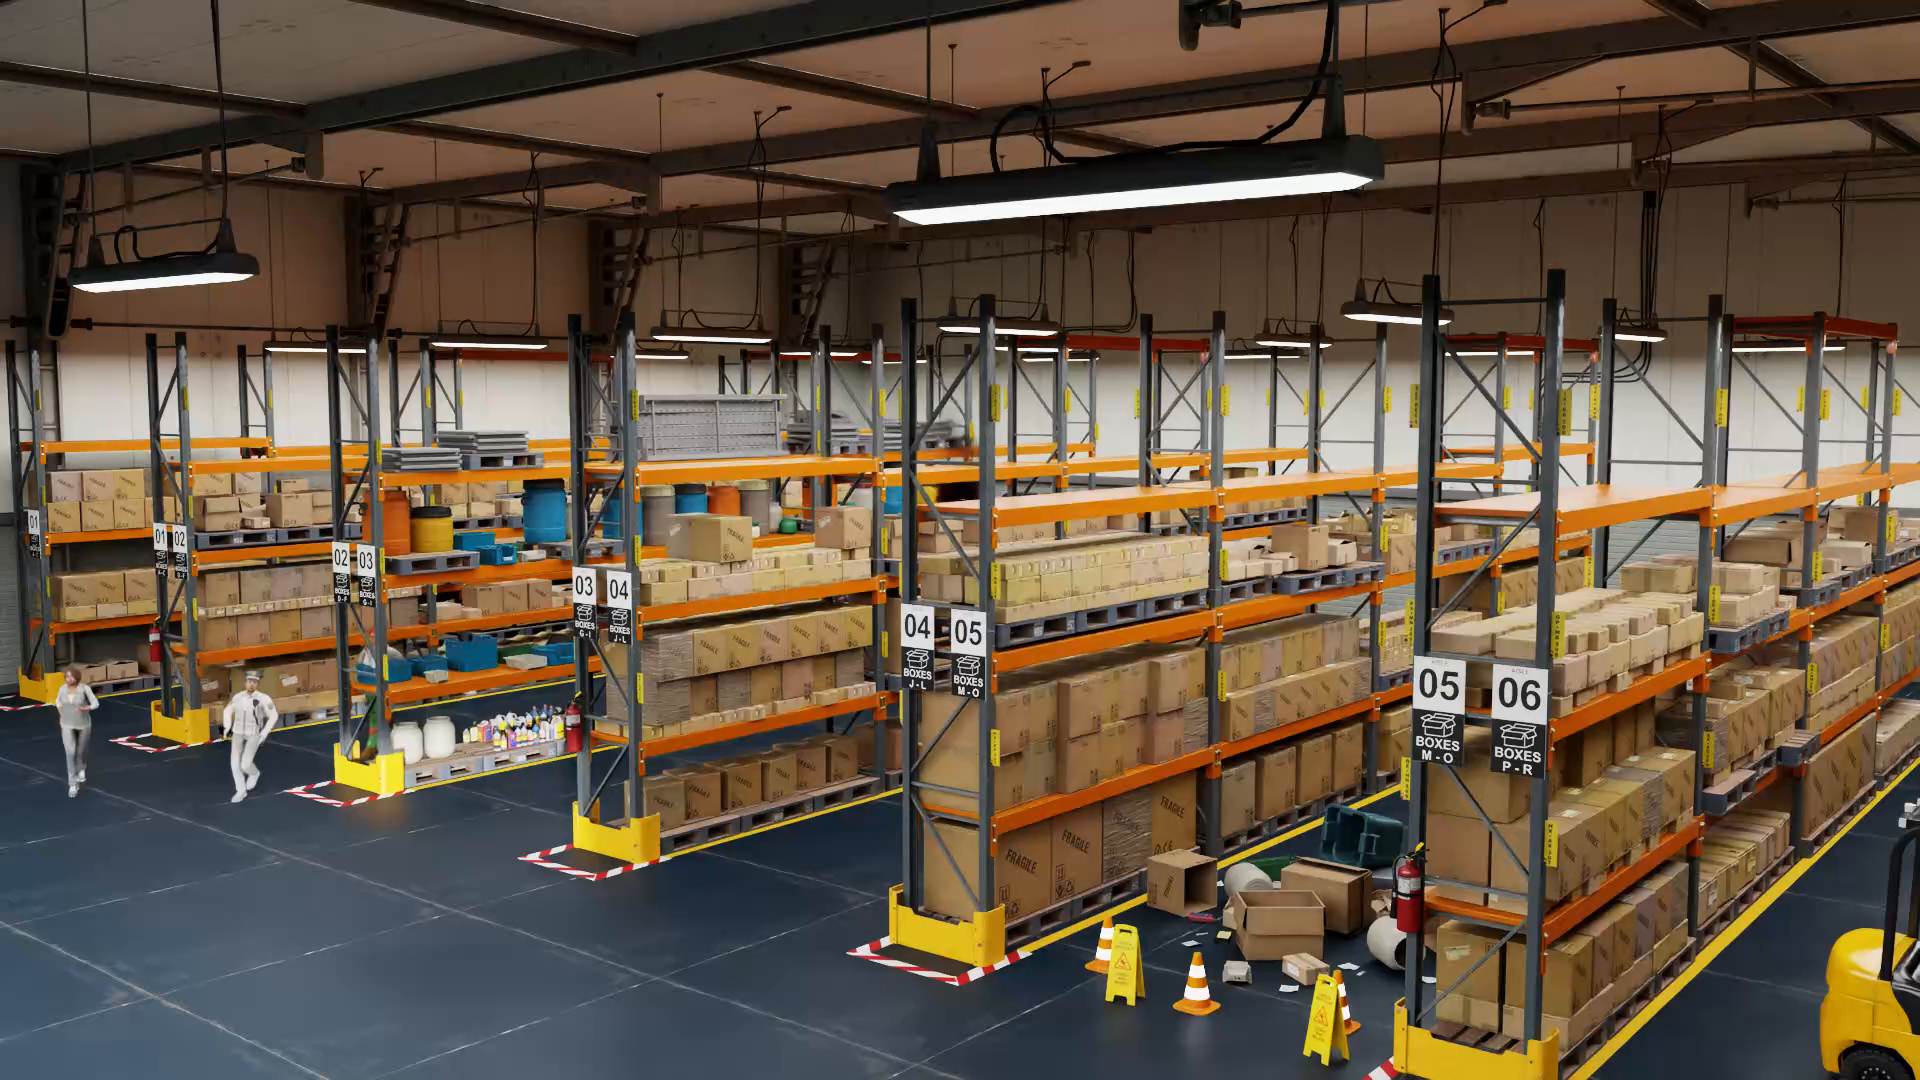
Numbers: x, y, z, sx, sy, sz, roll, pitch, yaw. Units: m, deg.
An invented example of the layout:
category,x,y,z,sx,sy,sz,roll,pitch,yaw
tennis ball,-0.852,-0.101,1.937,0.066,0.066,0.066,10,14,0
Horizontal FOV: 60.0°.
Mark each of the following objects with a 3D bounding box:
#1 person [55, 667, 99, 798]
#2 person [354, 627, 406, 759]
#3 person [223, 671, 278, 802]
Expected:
category,x,y,z,sx,sy,sz,roll,pitch,yaw
person,-11.382,2.437,21.460,0.520,1.624,0.810,-2,6,-22
person,-8.278,2.122,23.637,0.656,1.808,0.927,2,6,24
person,-8.984,2.466,21.040,0.679,1.653,0.469,0,5,-1
